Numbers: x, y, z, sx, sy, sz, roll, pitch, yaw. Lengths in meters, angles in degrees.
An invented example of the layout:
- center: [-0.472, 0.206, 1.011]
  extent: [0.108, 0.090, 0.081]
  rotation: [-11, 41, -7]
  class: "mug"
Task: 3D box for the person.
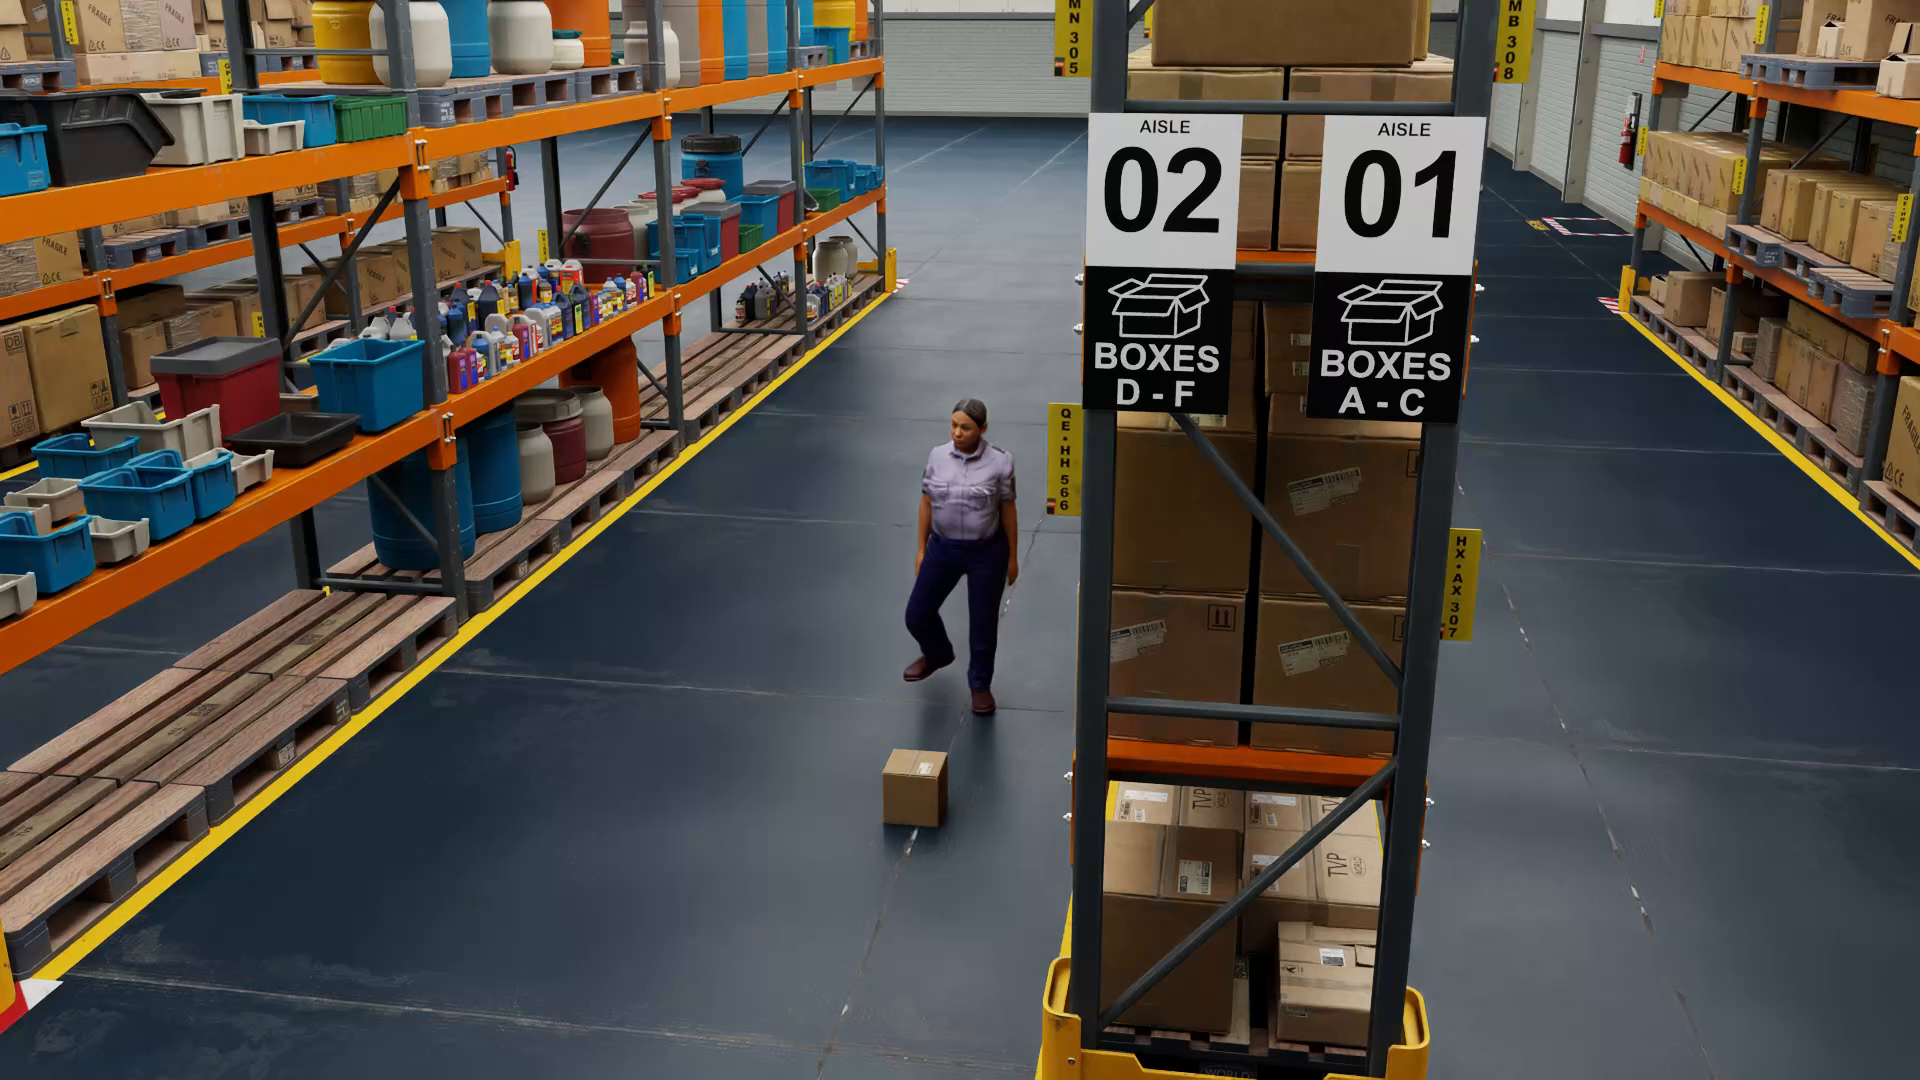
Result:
- center: [-0.021, 0.055, 8.380]
  extent: [0.650, 1.641, 0.504]
  rotation: [5, 19, 16]
  class: "person"
